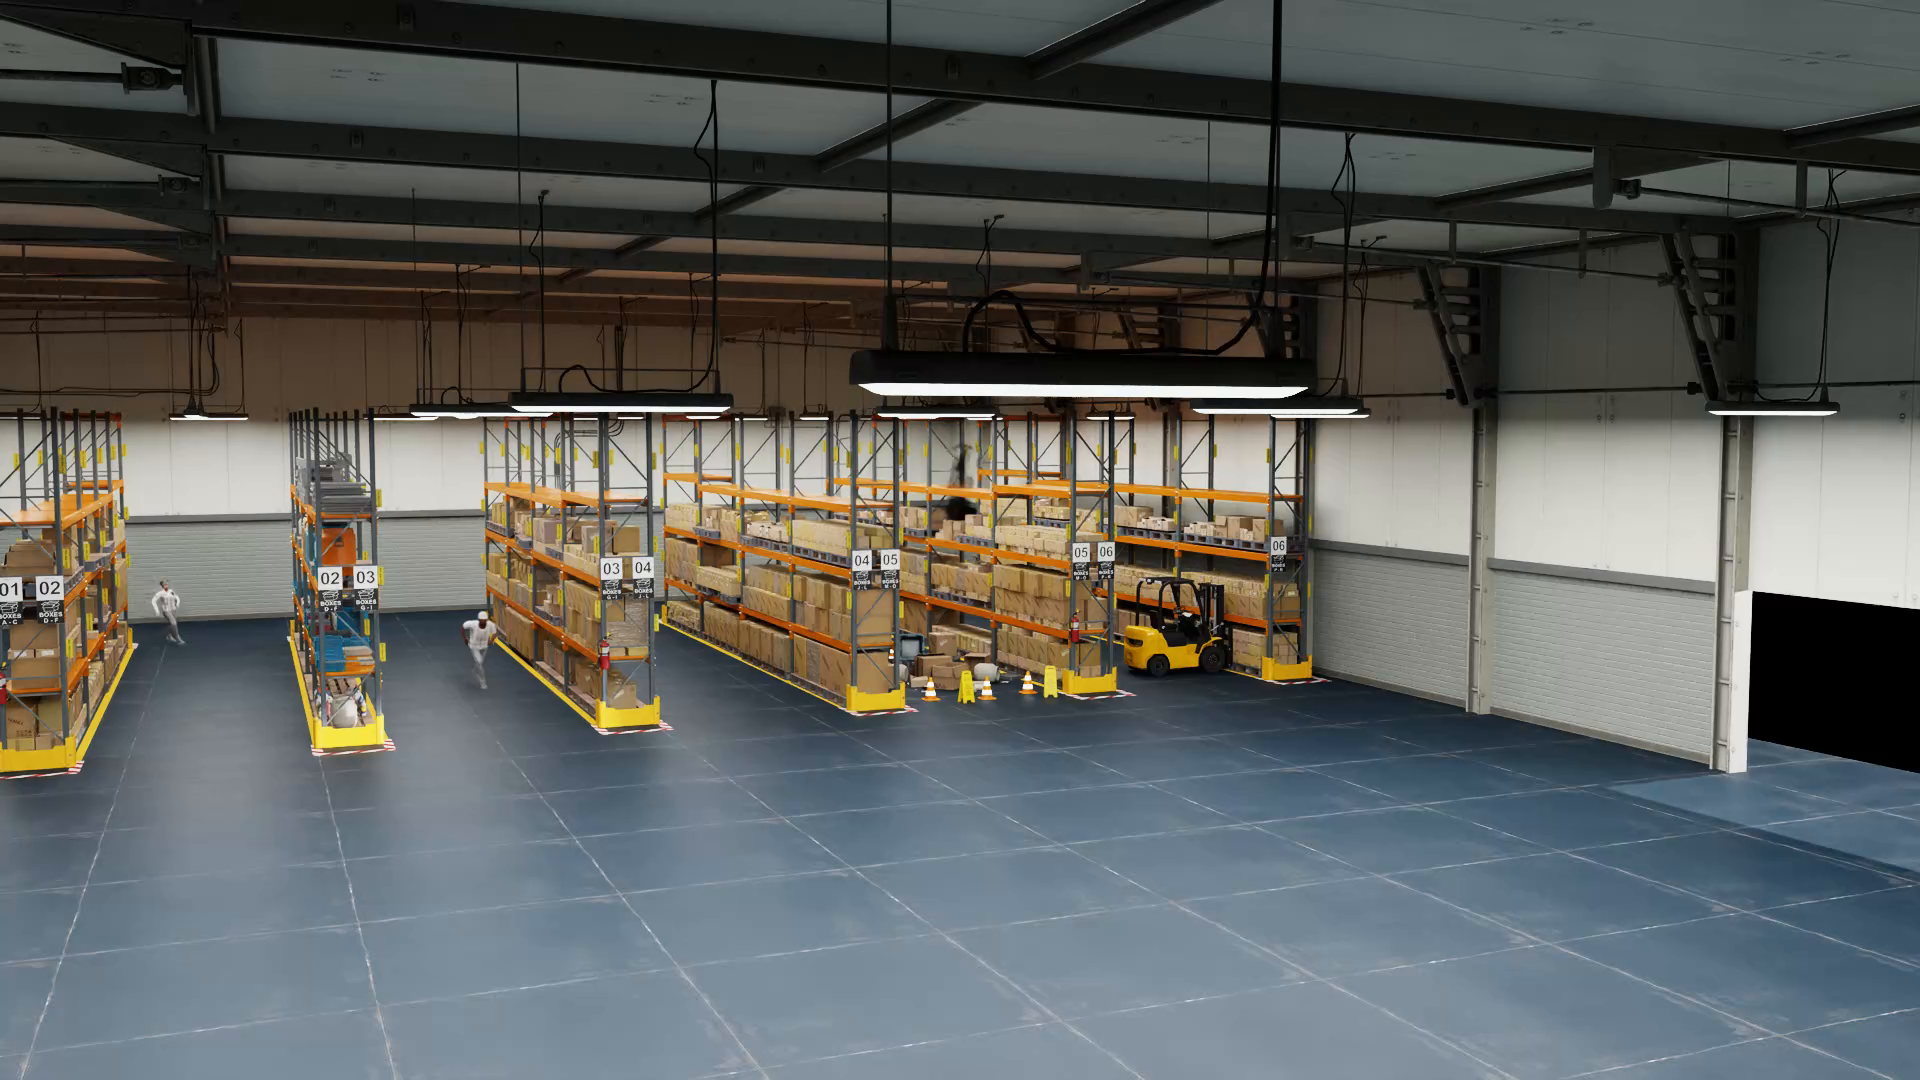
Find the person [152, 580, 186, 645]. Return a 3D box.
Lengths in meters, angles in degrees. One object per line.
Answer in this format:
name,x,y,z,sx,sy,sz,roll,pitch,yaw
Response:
person,-20.453,1.861,43.036,0.819,1.683,0.656,2,4,26

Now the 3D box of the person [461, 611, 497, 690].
person,-10.477,2.375,36.174,0.746,1.715,1.059,-2,5,-29

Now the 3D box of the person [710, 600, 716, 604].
person,-7.197,1.434,49.311,1.008,1.684,0.759,3,5,32
